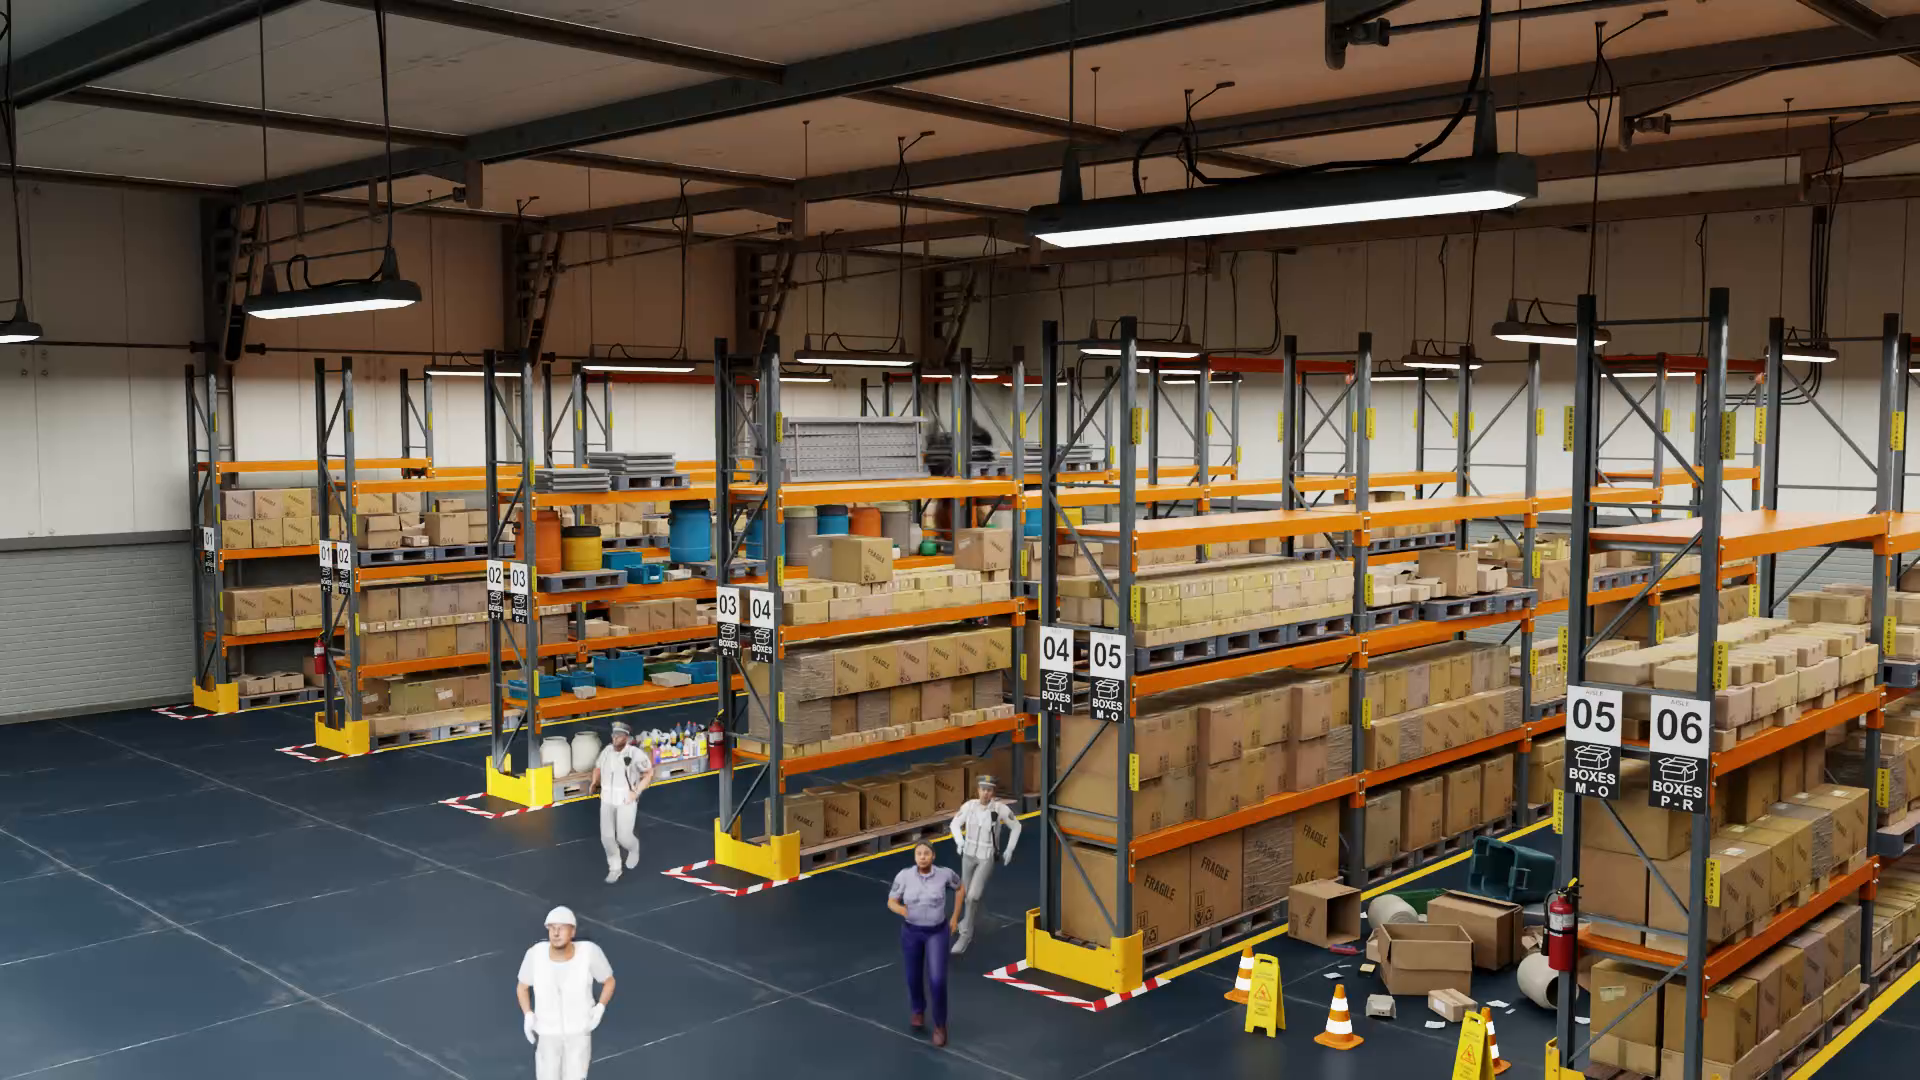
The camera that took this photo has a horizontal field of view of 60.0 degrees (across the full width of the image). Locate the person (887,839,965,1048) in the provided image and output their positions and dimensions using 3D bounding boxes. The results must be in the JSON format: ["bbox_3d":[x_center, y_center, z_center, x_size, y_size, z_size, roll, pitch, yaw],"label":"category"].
[{"bbox_3d":[-0.296,3.304,13.693,0.604,1.678,0.730,1,4,9],"label":"person"}]

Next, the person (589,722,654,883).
[{"bbox_3d":[-3.779,2.890,18.537,0.711,1.778,0.650,1,5,17],"label":"person"}]

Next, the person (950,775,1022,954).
[{"bbox_3d":[0.210,3.103,16.138,0.680,1.708,0.774,2,5,23],"label":"person"}]

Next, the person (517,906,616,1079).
[{"bbox_3d":[-2.752,3.409,11.644,0.677,1.754,0.654,-1,4,-8],"label":"person"}]
